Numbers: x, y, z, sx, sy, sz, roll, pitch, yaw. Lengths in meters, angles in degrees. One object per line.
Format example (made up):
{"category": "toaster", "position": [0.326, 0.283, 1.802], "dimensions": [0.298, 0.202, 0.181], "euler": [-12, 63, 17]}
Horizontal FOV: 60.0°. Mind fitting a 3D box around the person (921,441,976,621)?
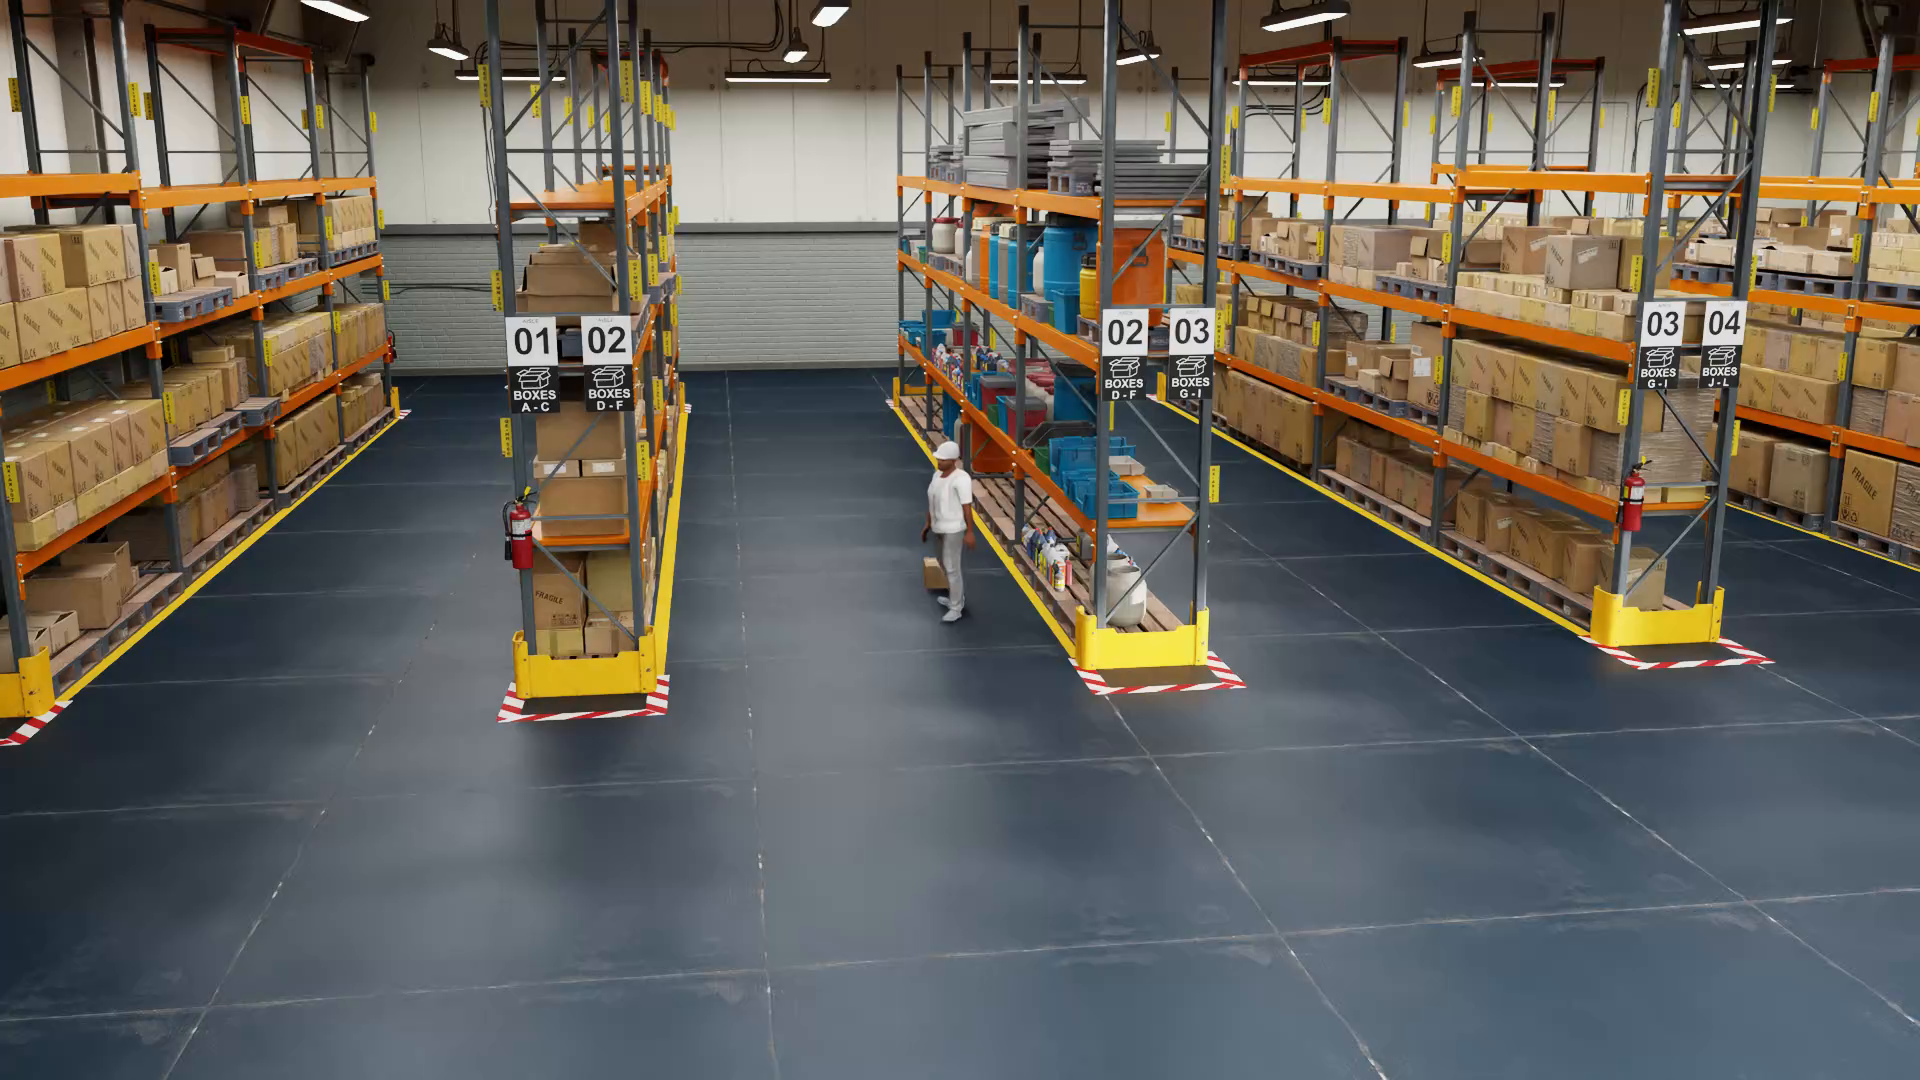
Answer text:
{"category": "person", "position": [-0.116, -0.124, 16.431], "dimensions": [0.468, 1.764, 0.707], "euler": [-7, 15, -28]}
